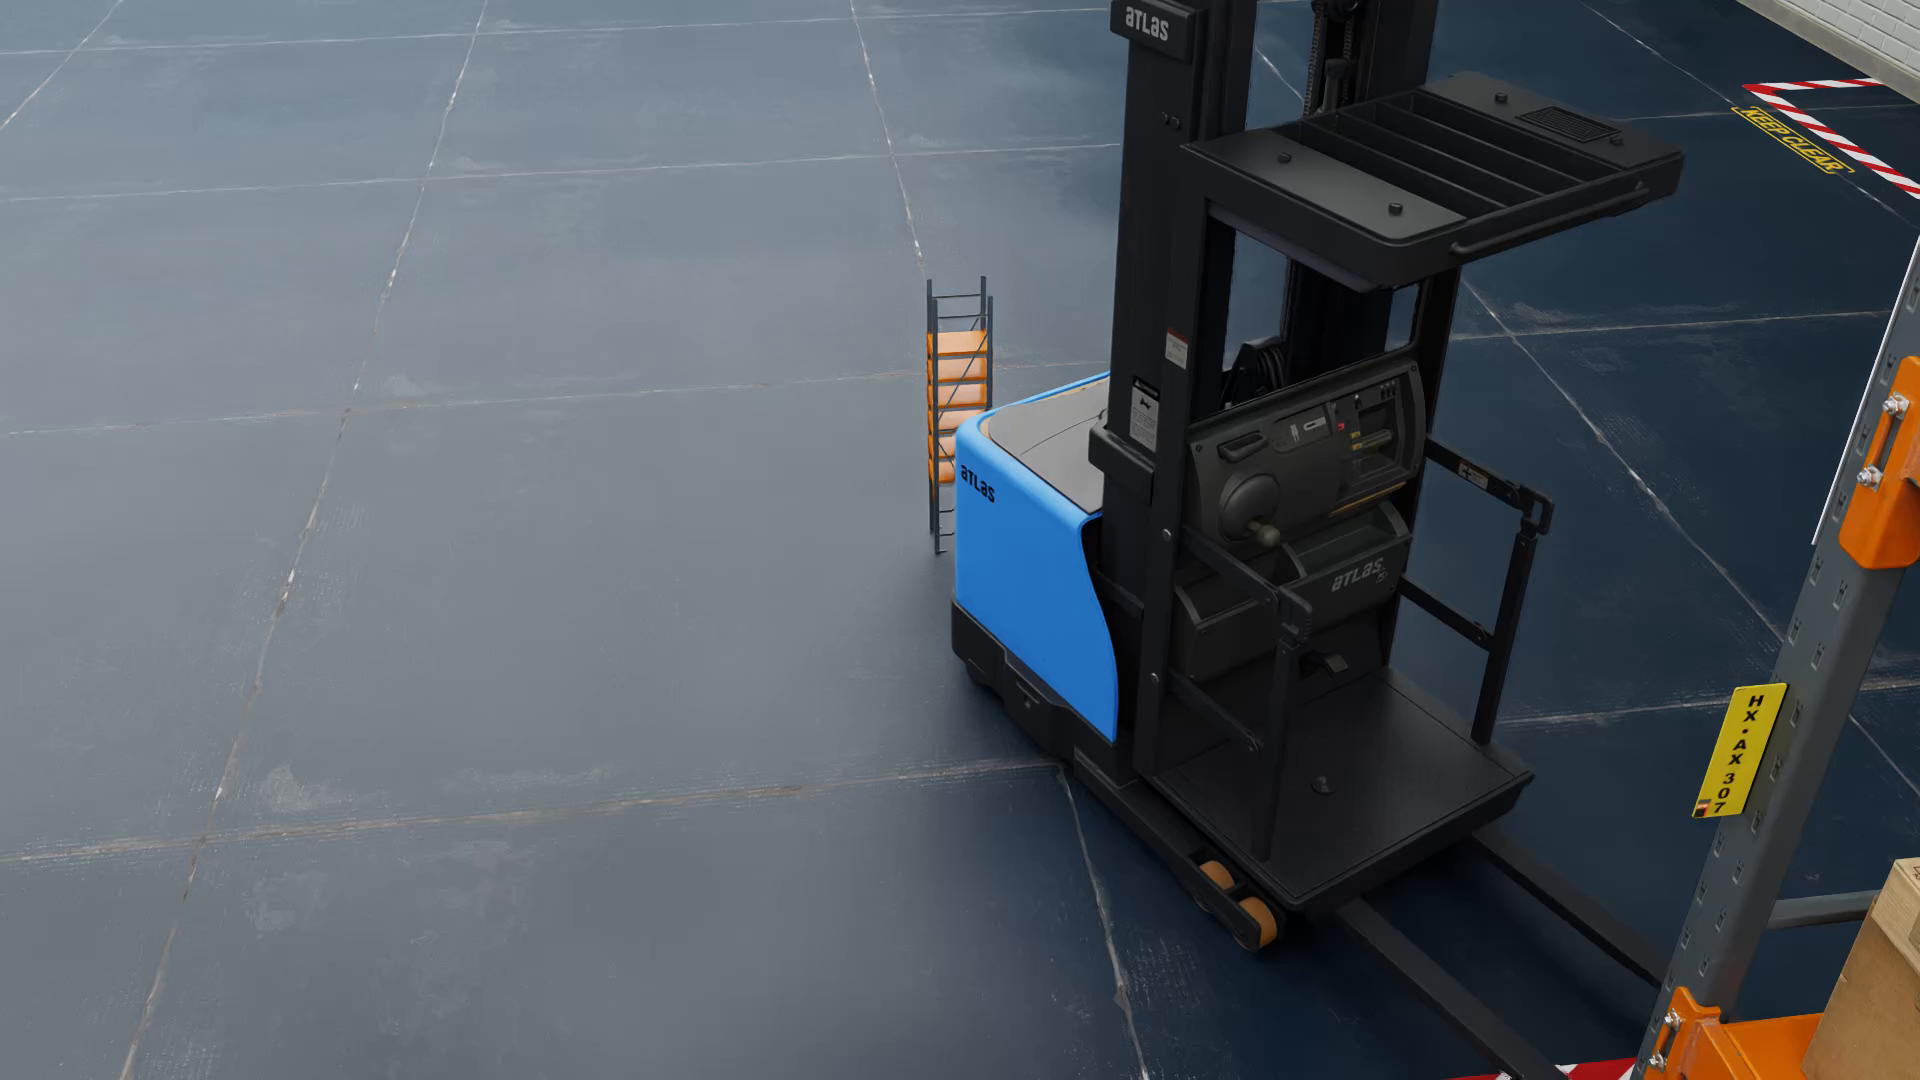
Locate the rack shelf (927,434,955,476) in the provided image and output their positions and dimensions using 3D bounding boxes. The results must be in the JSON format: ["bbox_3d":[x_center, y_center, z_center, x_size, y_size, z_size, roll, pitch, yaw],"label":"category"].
[{"bbox_3d":[-0.002,-0.368,7.017,0.258,0.103,0.180,-4,35,-6],"label":"rack shelf"}]

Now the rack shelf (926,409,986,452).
[{"bbox_3d":[-0.002,-0.467,6.949,0.258,0.103,0.180,-4,35,-6],"label":"rack shelf"}]

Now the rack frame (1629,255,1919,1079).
[{"bbox_3d":[2.031,0.755,3.479,0.949,2.616,0.053,-4,35,-6],"label":"rack frame"}]

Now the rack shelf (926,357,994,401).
[{"bbox_3d":[-0.002,-0.665,6.814,0.258,0.103,0.180,-4,35,-6],"label":"rack shelf"}]

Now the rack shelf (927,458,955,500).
[{"bbox_3d":[-0.002,-0.269,7.084,0.258,0.103,0.180,-4,35,-6],"label":"rack shelf"}]

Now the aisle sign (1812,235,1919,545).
[{"bbox_3d":[1.715,-0.333,2.766,0.394,0.787,0.004,-4,35,-6],"label":"aisle sign"}]

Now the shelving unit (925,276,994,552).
[{"bbox_3d":[-0.002,-0.504,6.924,0.258,1.200,0.189,-4,35,-6],"label":"shelving unit"}]

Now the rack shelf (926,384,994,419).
[{"bbox_3d":[-0.002,-0.566,6.881,0.258,0.103,0.180,-4,35,-6],"label":"rack shelf"}]

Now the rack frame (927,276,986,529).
[{"bbox_3d":[-0.014,-0.555,6.999,0.240,1.200,0.006,-4,35,-6],"label":"rack frame"}]

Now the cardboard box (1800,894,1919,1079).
[{"bbox_3d":[2.078,0.975,3.067,0.700,0.500,0.500,-4,35,-6],"label":"cardboard box"}]

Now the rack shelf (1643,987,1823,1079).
[{"bbox_3d":[2.297,2.168,2.043,1.077,0.370,4.000,-4,35,-6],"label":"rack shelf"}]

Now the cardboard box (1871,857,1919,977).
[{"bbox_3d":[1.867,0.681,2.922,0.380,0.149,0.250,-5,35,-7],"label":"cardboard box"}]

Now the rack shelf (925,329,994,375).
[{"bbox_3d":[-0.002,-0.765,6.746,0.258,0.103,0.180,-4,35,-6],"label":"rack shelf"}]

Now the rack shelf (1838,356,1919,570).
[{"bbox_3d":[2.297,0.929,1.199,1.077,0.370,4.000,-4,35,-6],"label":"rack shelf"}]

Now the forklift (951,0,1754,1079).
[{"bbox_3d":[1.196,-0.207,4.951,1.130,2.935,3.031,-20,39,-27],"label":"forklift"}]

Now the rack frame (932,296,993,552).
[{"bbox_3d":[0.010,-0.453,6.849,0.240,1.200,0.006,-4,35,-6],"label":"rack frame"}]

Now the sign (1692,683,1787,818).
[{"bbox_3d":[1.477,0.403,3.156,0.100,0.325,0.005,-4,35,-6],"label":"sign"}]
